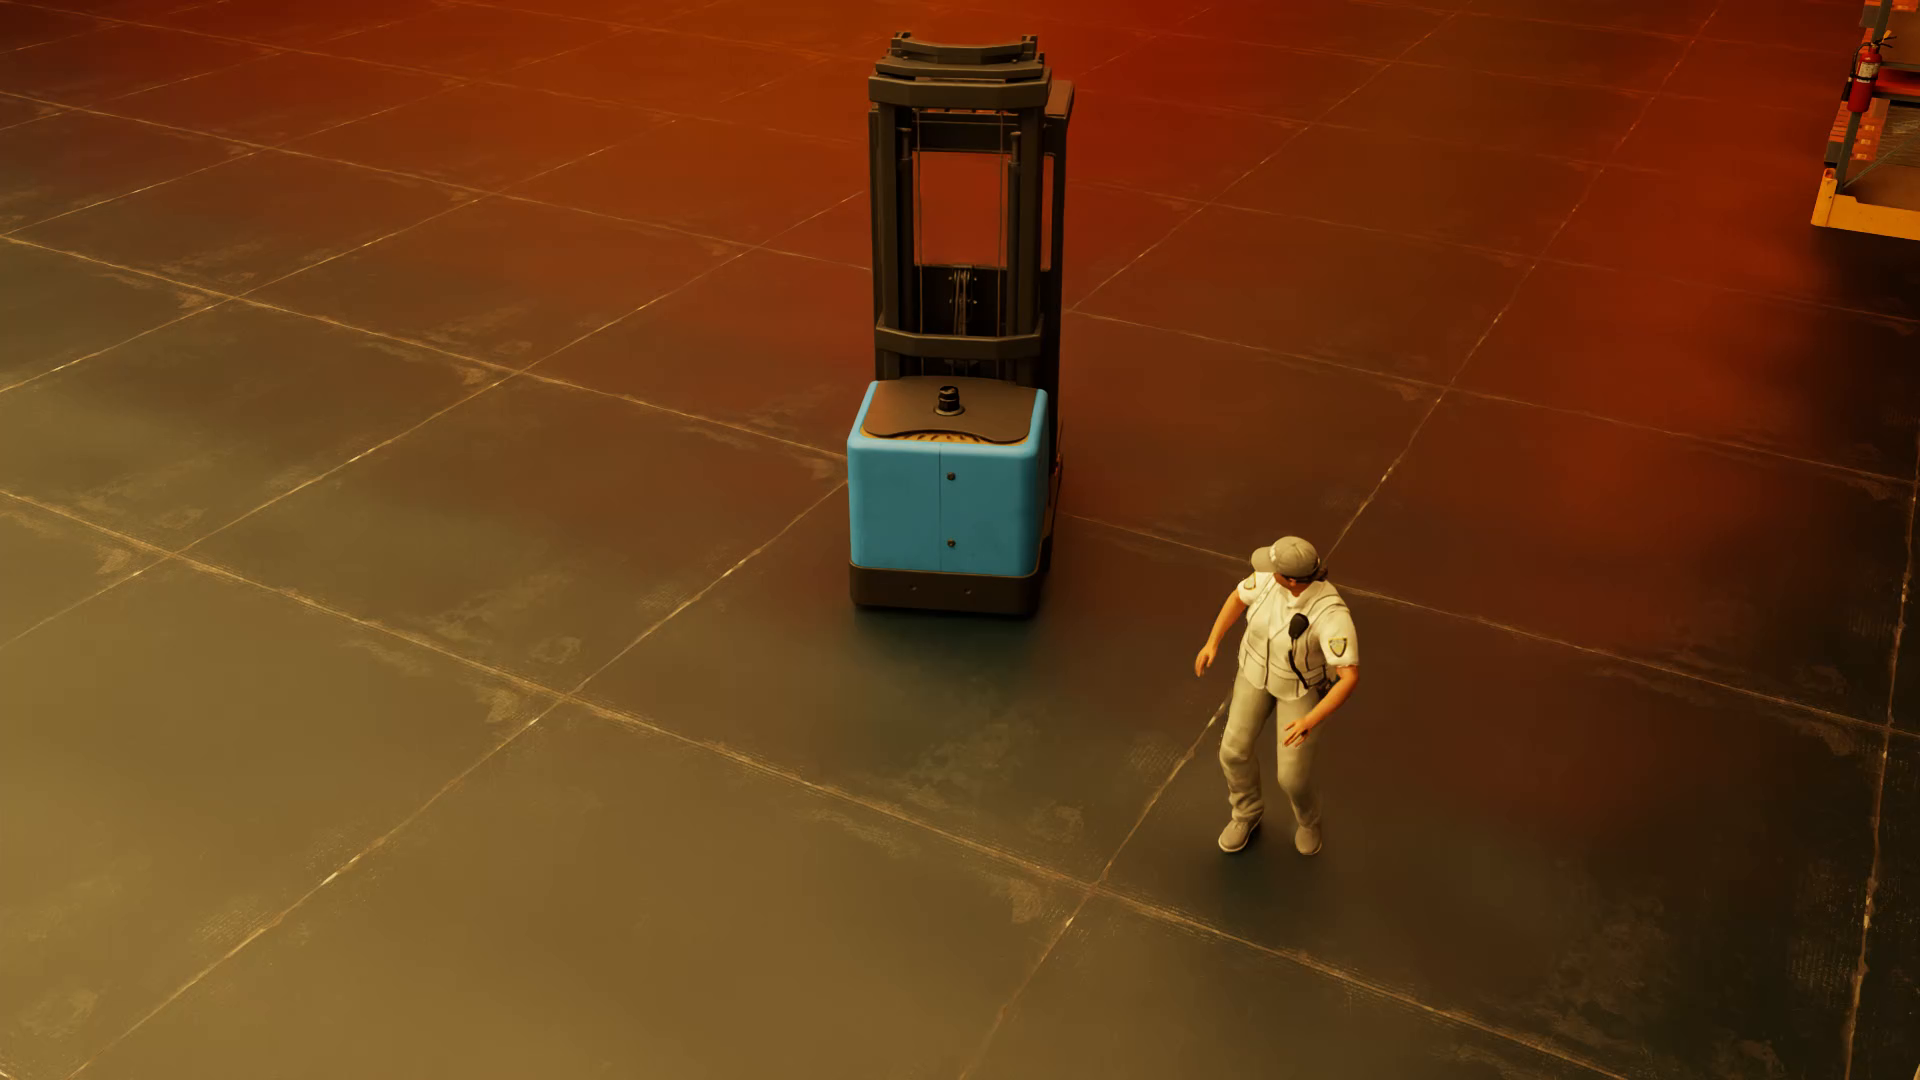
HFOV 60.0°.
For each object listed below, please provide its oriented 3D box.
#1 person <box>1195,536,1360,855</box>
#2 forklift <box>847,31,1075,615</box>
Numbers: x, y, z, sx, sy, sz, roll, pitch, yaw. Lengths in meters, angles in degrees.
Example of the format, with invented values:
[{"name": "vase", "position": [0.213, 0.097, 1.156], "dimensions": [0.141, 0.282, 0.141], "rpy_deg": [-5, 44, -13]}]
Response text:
[{"name": "person", "position": [1.383, 0.690, 7.254], "dimensions": [0.725, 1.604, 0.688], "rpy_deg": [21, 36, 32]}, {"name": "forklift", "position": [0.072, -1.572, 9.794], "dimensions": [1.130, 2.935, 3.031], "rpy_deg": [3, 30, 6]}]
